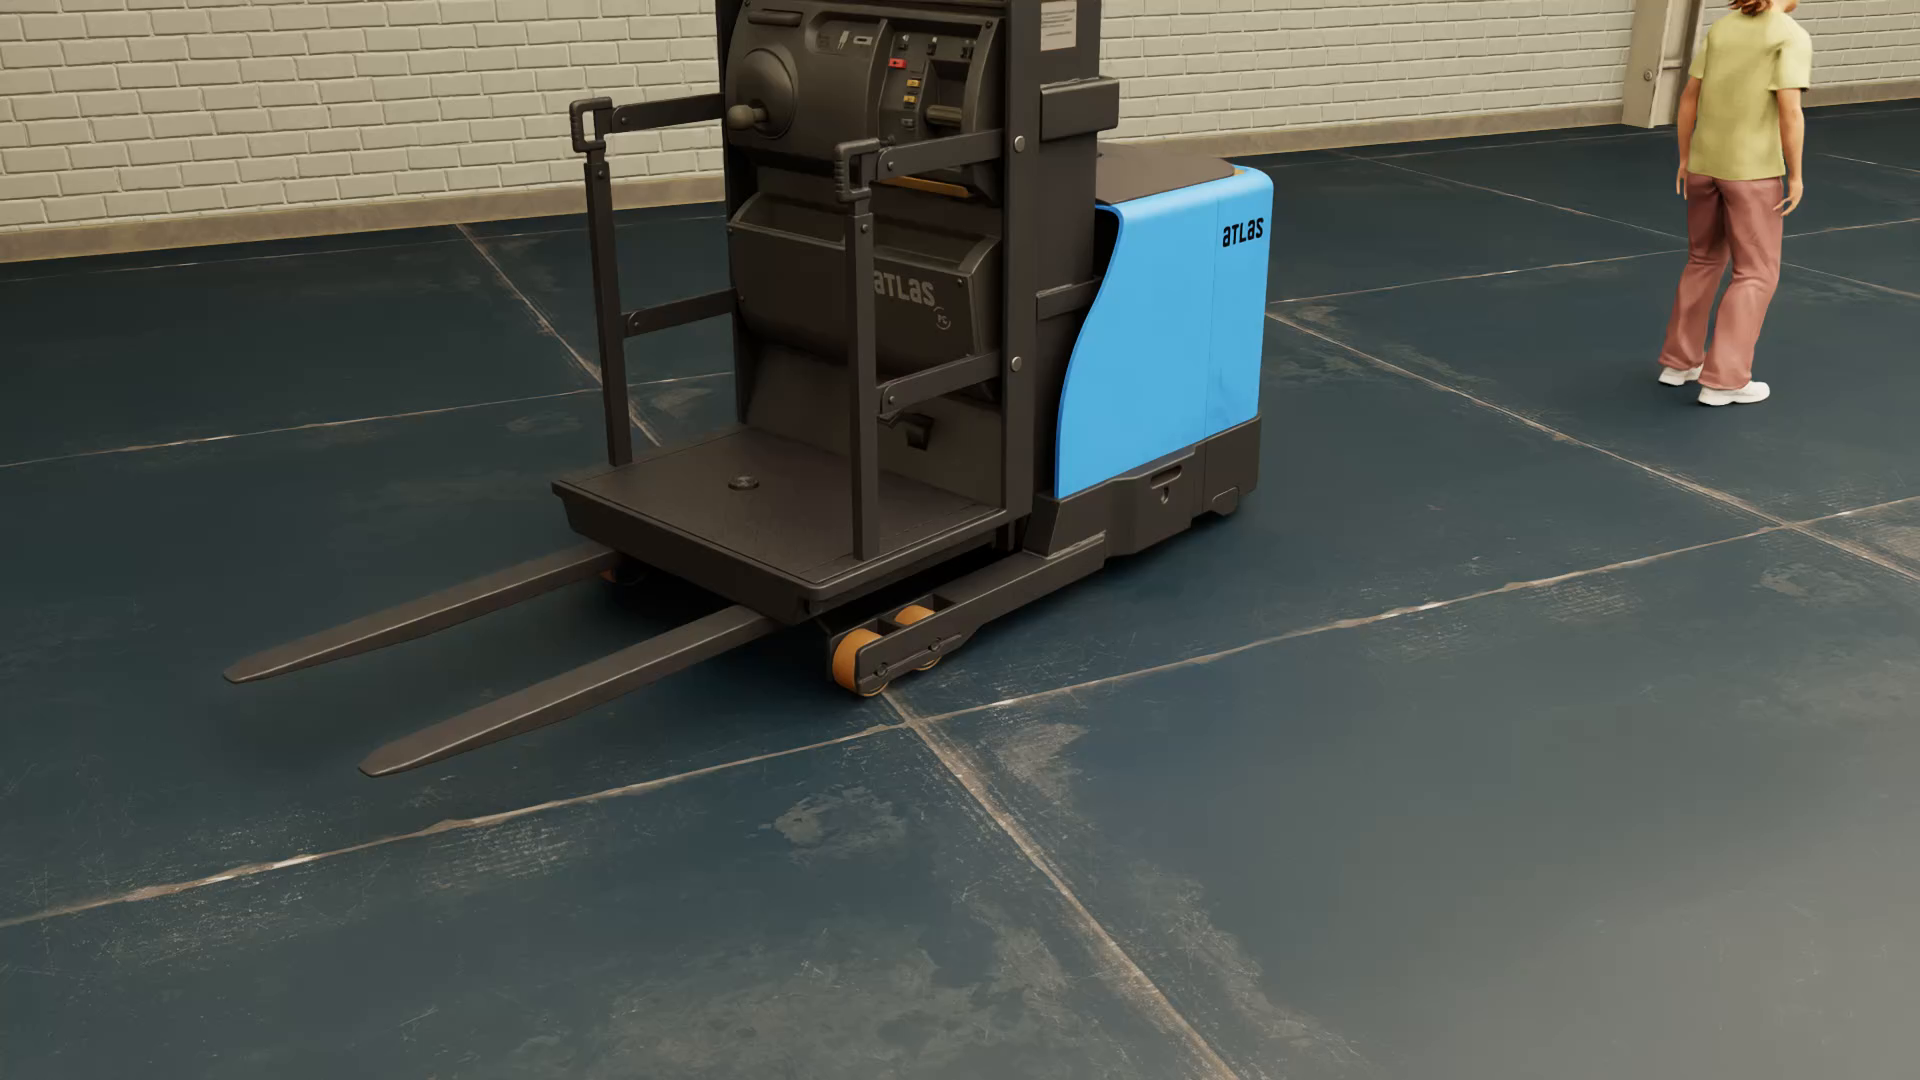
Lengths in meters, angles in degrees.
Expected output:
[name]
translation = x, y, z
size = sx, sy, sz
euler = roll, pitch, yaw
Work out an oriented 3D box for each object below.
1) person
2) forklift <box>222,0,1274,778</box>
[person]
translation = 2.924, -1.353, 6.199
size = 0.391, 1.677, 0.515
euler = -11, 25, -24
[forklift]
translation = -0.413, -1.182, 4.131
size = 1.130, 2.935, 3.031
euler = 19, 29, 39
